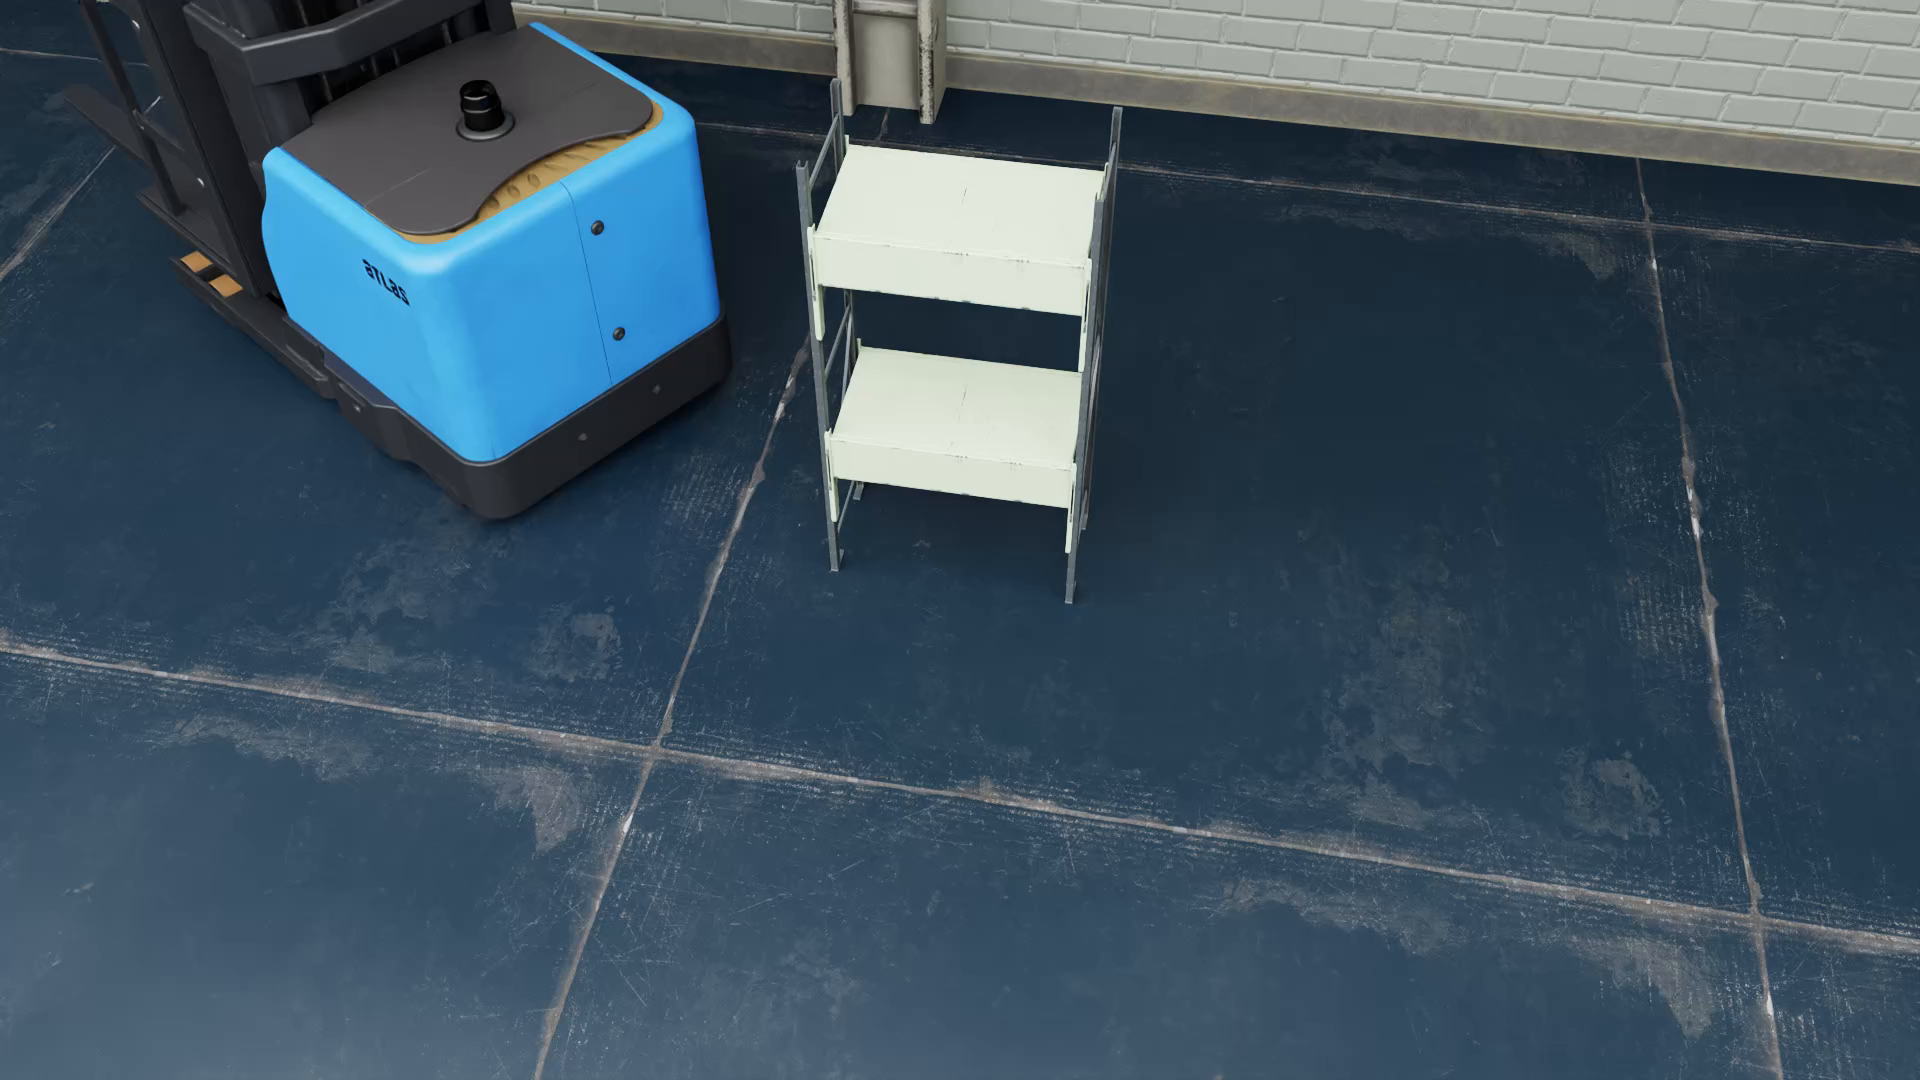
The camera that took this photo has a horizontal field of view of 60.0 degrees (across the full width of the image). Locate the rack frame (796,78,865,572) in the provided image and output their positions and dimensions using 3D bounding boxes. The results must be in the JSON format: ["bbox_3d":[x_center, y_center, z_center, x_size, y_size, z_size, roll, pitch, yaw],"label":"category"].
[{"bbox_3d":[-0.354,-0.549,4.735,0.023,1.500,0.400,8,49,7],"label":"rack frame"}]

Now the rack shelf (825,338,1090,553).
[{"bbox_3d":[0.007,-0.283,4.934,0.720,0.370,0.431,8,49,7],"label":"rack shelf"}]

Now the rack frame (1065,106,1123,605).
[{"bbox_3d":[0.367,-0.452,4.648,0.023,1.500,0.400,8,49,7],"label":"rack frame"}]

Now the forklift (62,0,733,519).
[{"bbox_3d":[-2.200,-2.017,5.092,3.031,2.935,1.130,35,57,27],"label":"forklift"}]

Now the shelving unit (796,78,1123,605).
[{"bbox_3d":[0.007,-0.500,4.691,0.755,1.500,0.431,8,49,7],"label":"shelving unit"}]

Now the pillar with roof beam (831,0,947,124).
[{"bbox_3d":[-1.042,-1.689,0.718,0.400,9.000,9.100,8,49,7],"label":"pillar with roof beam"}]

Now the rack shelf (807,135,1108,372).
[{"bbox_3d":[0.007,-0.761,4.401,0.720,0.370,0.431,8,49,7],"label":"rack shelf"}]
